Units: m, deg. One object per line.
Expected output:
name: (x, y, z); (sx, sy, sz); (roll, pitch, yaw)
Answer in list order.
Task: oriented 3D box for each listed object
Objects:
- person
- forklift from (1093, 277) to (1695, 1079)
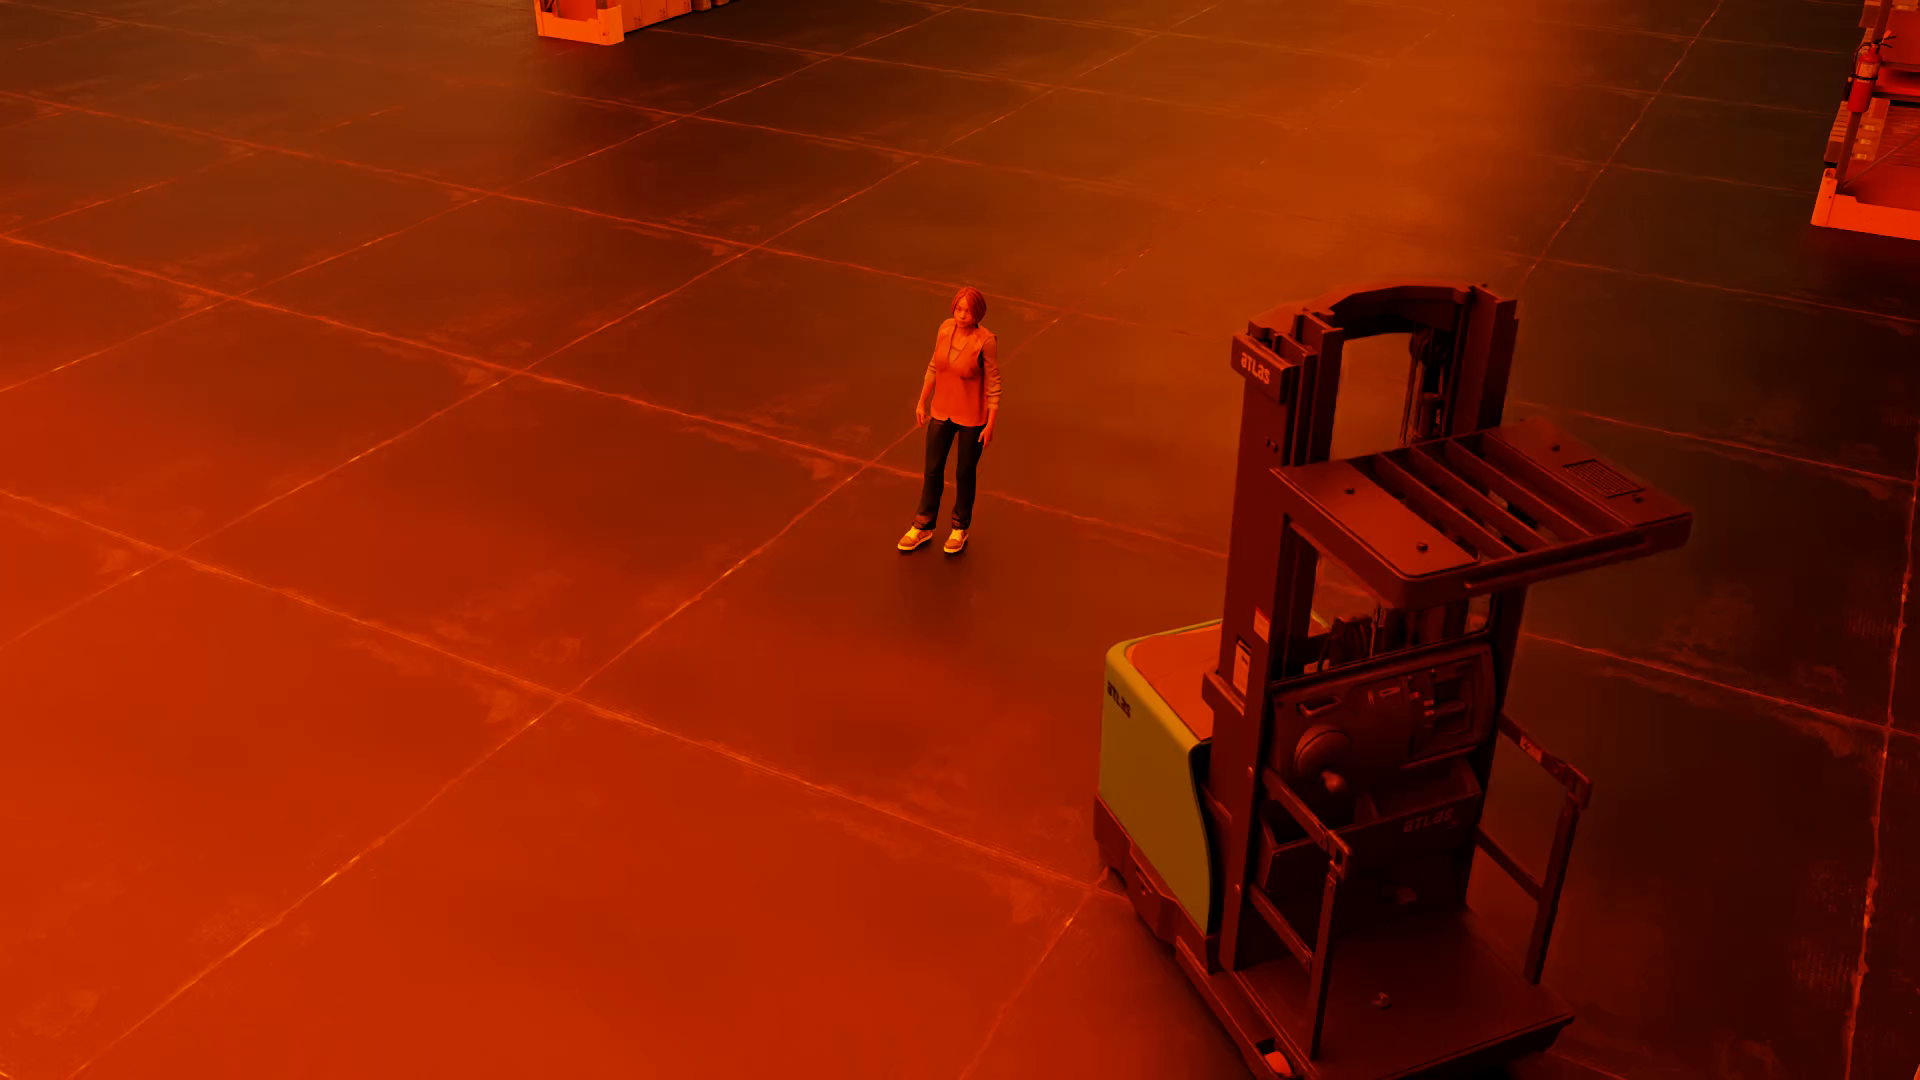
person: (-0.048, -0.669, 9.550); (0.520, 1.597, 0.476); (15, 33, 25)
forklift: (1.627, 0.696, 5.864); (1.130, 2.935, 3.031); (-11, 32, -19)
